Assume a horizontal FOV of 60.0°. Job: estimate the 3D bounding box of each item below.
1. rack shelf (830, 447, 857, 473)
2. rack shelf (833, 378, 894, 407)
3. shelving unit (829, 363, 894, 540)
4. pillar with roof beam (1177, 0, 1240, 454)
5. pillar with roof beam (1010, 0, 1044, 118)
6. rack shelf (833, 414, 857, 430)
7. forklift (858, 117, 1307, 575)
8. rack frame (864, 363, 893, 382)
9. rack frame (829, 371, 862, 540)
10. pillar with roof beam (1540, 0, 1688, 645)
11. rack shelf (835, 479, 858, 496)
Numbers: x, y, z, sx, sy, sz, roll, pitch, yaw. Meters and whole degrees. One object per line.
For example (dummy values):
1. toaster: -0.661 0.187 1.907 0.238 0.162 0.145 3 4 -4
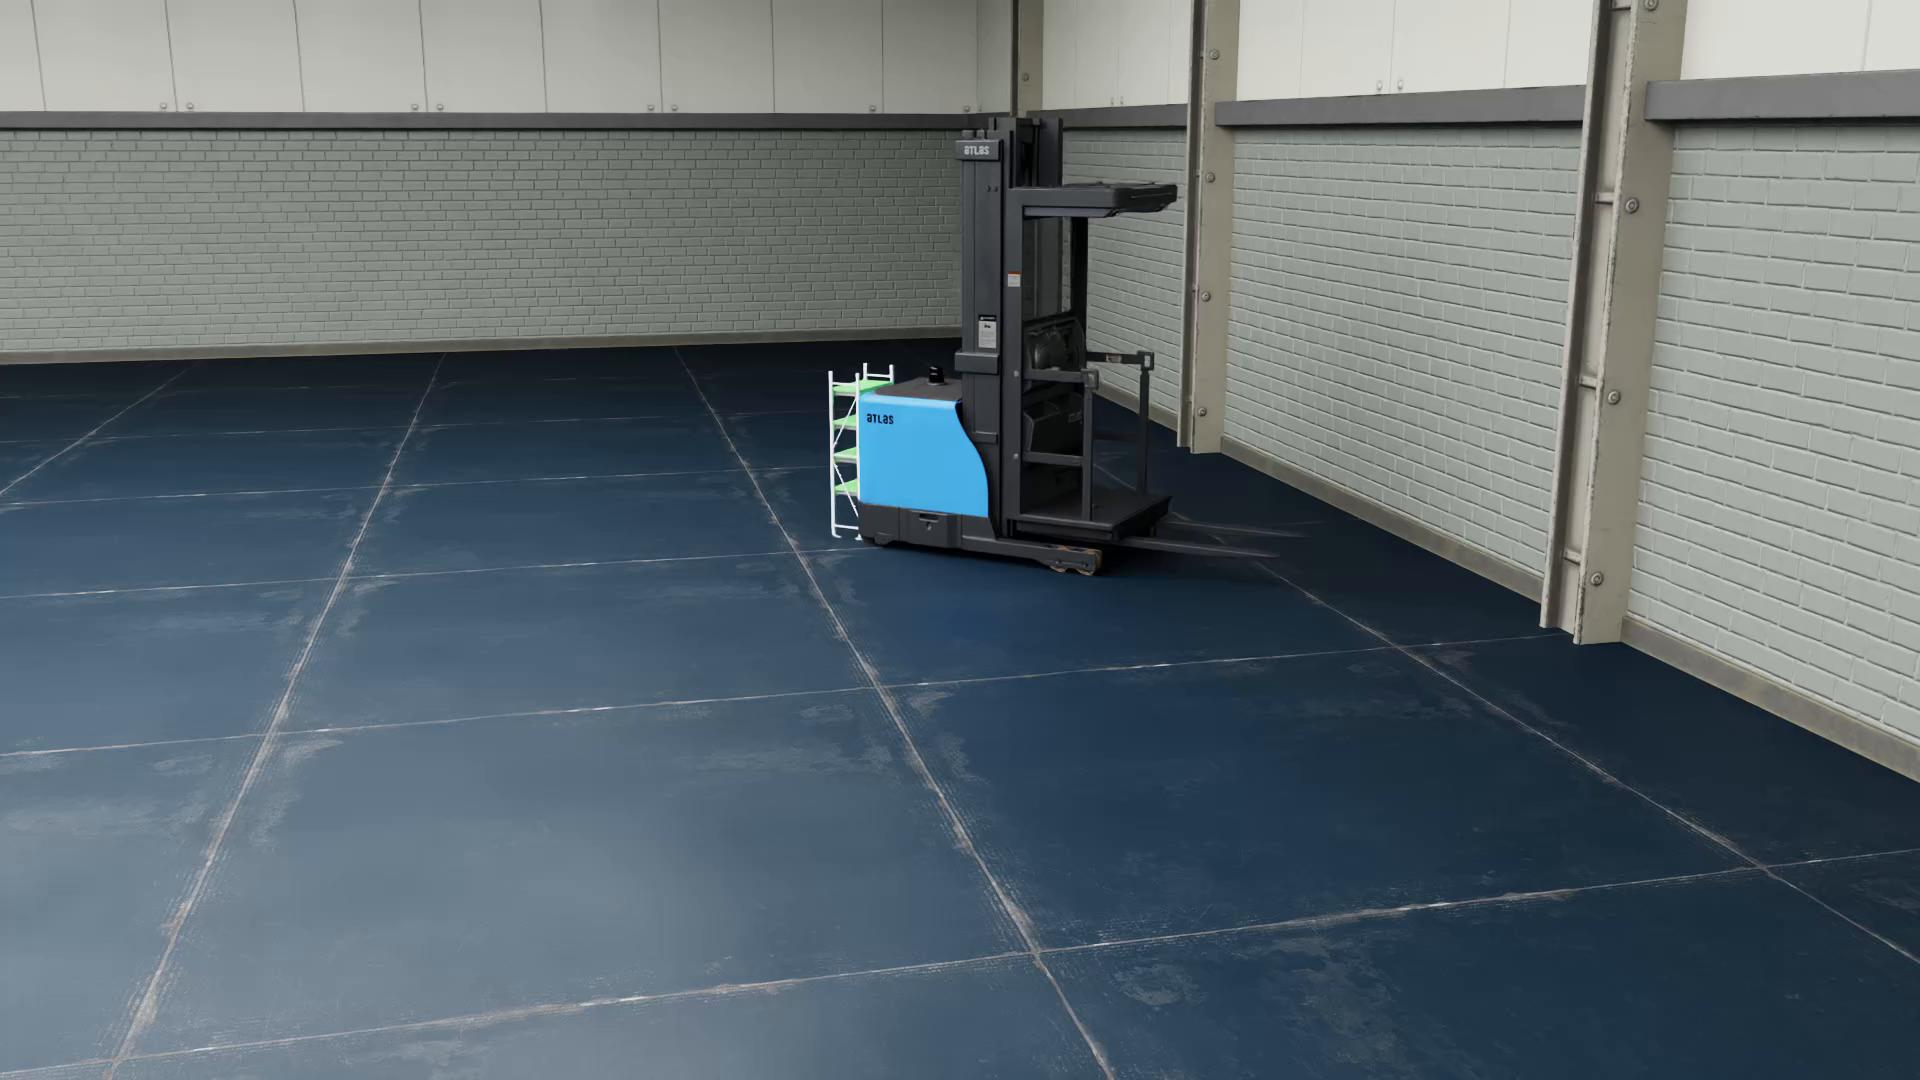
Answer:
1. rack shelf: -0.705 -0.587 12.069 0.258 0.148 0.480 7 15 26
2. rack shelf: -0.705 -1.053 11.955 0.258 0.148 0.480 7 15 26
3. shelving unit: -0.705 -0.649 12.054 0.258 1.200 0.503 7 15 26
4. pillar with roof beam: -1.965 -4.973 13.322 9.100 9.000 0.400 -3 14 -13
5. pillar with roof beam: -3.374 -6.357 18.987 9.100 9.000 0.400 -3 14 -13
6. rack shelf: -0.705 -0.820 12.012 0.258 0.148 0.480 7 15 26
7. forklift: 0.825 -1.335 11.215 3.031 2.935 1.130 7 15 27
8. rack frame: -0.595 -0.700 12.266 0.240 1.200 0.015 7 15 26
9. rack frame: -0.815 -0.597 11.843 0.240 1.200 0.015 7 15 26
10. pillar with roof beam: -0.556 -3.589 7.656 9.100 9.000 0.400 -3 14 -13
11. rack shelf: -0.705 -0.353 12.126 0.258 0.148 0.480 7 15 26
